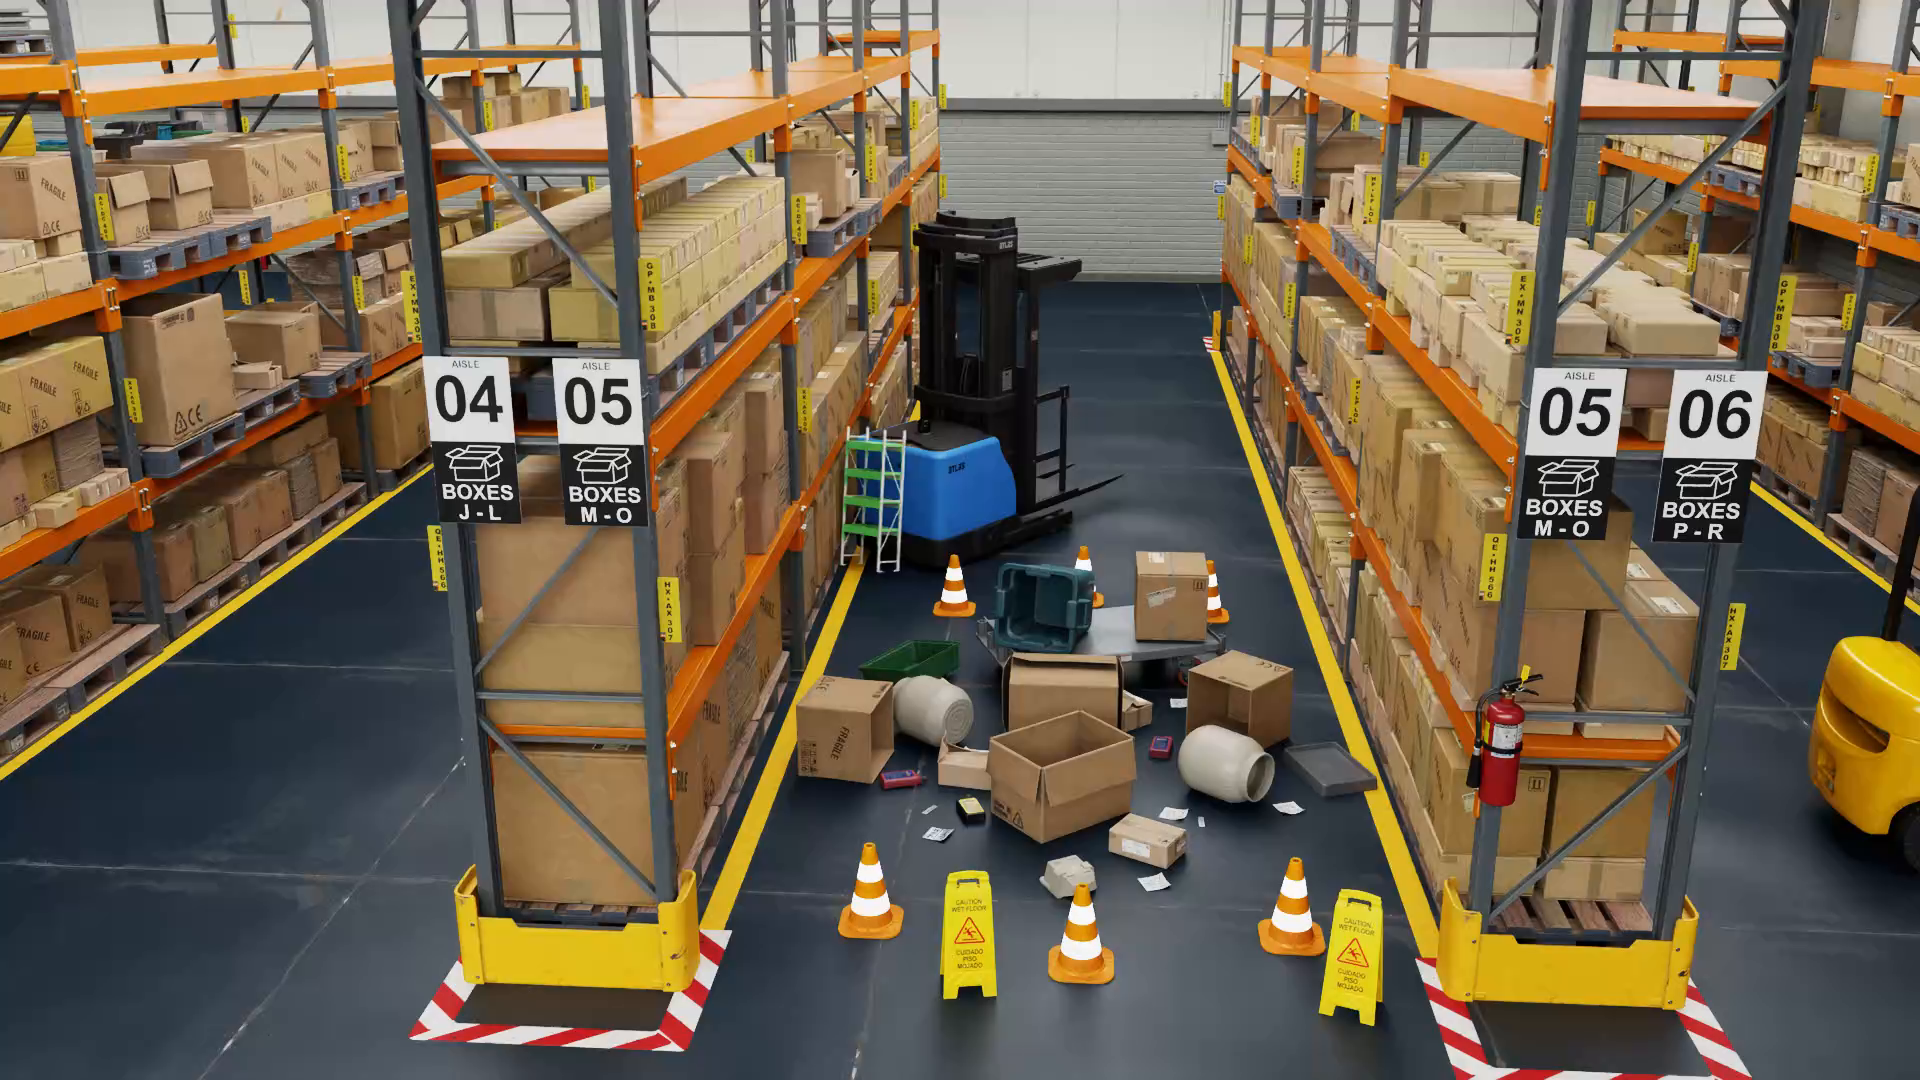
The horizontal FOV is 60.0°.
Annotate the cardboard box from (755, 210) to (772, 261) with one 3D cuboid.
[{"bbox_3d":[-1.462,-1.902,10.348,0.500,0.250,0.500,1,18,4],"label":"cardboard box"}]

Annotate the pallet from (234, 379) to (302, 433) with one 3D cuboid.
[{"bbox_3d":[-6.401,-1.152,14.258,1.003,0.211,1.213,1,18,4],"label":"pallet"}]

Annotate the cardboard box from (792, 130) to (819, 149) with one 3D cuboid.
[{"bbox_3d":[-1.568,-3.845,15.960,0.396,0.266,0.258,1,18,4],"label":"cardboard box"}]

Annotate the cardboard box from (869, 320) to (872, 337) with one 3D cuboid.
[{"bbox_3d":[-1.088,-2.099,16.568,0.380,0.149,0.250,2,18,7],"label":"cardboard box"}]

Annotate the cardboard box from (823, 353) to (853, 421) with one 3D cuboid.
[{"bbox_3d":[-1.197,-1.309,14.266,0.500,0.500,0.500,1,18,3],"label":"cardboard box"}]

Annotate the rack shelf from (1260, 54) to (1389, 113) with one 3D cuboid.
[{"bbox_3d":[3.728,-4.578,16.568,1.077,0.370,4.000,1,18,4],"label":"rack shelf"}]

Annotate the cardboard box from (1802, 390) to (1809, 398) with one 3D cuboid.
[{"bbox_3d":[8.986,-1.489,17.276,0.380,0.149,0.250,1,18,2],"label":"cardboard box"}]

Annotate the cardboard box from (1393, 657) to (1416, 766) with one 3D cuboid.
[{"bbox_3d":[2.886,1.024,9.845,0.500,0.500,0.500,1,18,3],"label":"cardboard box"}]

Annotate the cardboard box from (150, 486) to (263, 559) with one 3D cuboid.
[{"bbox_3d":[-6.428,-0.150,14.198,0.700,0.500,0.500,0,18,-1],"label":"cardboard box"}]

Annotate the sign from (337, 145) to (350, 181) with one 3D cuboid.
[{"bbox_3d":[-5.758,-3.518,15.521,0.100,0.325,0.005,1,18,4],"label":"sign"}]

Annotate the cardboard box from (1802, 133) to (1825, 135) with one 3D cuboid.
[{"bbox_3d":[8.913,-4.211,17.558,0.380,0.149,0.250,1,18,3],"label":"cardboard box"}]

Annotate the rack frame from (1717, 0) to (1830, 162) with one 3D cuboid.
[{"bbox_3d":[8.823,-5.622,17.955,1.000,3.000,0.127,1,18,4],"label":"rack frame"}]

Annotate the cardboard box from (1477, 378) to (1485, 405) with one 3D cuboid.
[{"bbox_3d":[2.796,-0.736,8.266,0.380,0.149,0.250,2,18,6],"label":"cardboard box"}]

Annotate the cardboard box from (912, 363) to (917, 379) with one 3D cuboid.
[{"bbox_3d":[-0.728,-2.051,20.119,0.380,0.149,0.250,2,18,6],"label":"cardboard box"}]

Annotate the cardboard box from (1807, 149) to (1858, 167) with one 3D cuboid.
[{"bbox_3d":[8.343,-3.651,15.882,0.380,0.149,0.250,1,18,3],"label":"cardboard box"}]

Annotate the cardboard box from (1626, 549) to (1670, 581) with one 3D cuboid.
[{"bbox_3d":[3.356,0.356,8.709,0.500,0.500,0.500,2,18,6],"label":"cardboard box"}]

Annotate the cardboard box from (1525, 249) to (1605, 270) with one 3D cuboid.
[{"bbox_3d":[3.467,-1.573,9.539,0.380,0.149,0.250,1,18,5],"label":"cardboard box"}]

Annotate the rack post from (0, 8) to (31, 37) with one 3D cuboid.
[{"bbox_3d":[-11.045,-5.766,18.517,0.937,0.300,0.954,1,18,3],"label":"rack post"}]

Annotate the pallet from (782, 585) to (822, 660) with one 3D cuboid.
[{"bbox_3d":[-1.666,0.609,13.053,1.003,0.211,1.213,1,18,4],"label":"pallet"}]

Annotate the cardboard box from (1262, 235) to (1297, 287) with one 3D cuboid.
[{"bbox_3d":[3.506,-2.958,17.695,0.500,0.500,0.500,1,18,3],"label":"cardboard box"}]

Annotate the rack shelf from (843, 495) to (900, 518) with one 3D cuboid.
[{"bbox_3d":[-0.751,-0.291,14.262,0.258,0.148,0.480,-2,8,-43],"label":"rack shelf"}]

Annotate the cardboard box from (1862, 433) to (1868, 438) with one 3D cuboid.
[{"bbox_3d":[8.901,-0.817,16.265,0.500,0.500,0.500,1,18,4],"label":"cardboard box"}]

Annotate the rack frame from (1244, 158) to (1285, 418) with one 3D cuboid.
[{"bbox_3d":[3.872,-2.880,19.223,1.000,3.000,0.127,1,18,4],"label":"rack frame"}]

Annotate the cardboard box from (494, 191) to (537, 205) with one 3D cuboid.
[{"bbox_3d":[-6.066,-4.472,22.640,0.500,0.500,0.500,1,18,3],"label":"cardboard box"}]

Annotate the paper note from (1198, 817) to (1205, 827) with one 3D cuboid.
[{"bbox_3d":[1.458,1.702,10.041,0.032,0.001,0.123,1,18,4],"label":"paper note"}]

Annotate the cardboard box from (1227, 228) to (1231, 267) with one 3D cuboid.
[{"bbox_3d":[3.829,-3.870,22.082,0.500,0.500,0.500,1,18,3],"label":"cardboard box"}]

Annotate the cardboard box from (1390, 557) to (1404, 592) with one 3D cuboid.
[{"bbox_3d":[2.855,0.211,10.191,0.380,0.149,0.250,1,18,4],"label":"cardboard box"}]

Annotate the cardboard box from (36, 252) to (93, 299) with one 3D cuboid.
[{"bbox_3d":[-6.359,-1.824,11.422,0.500,0.250,0.500,2,18,6],"label":"cardboard box"}]

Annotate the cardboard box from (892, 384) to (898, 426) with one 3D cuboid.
[{"bbox_3d":[-0.953,-1.417,18.098,0.500,0.500,0.500,1,18,3],"label":"cardboard box"}]

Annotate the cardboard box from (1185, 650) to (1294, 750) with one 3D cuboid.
[{"bbox_3d":[1.864,1.093,11.107,0.500,0.500,0.500,17,25,41],"label":"cardboard box"}]

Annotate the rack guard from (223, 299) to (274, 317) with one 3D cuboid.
[{"bbox_3d":[-10.677,-3.274,24.440,1.175,0.500,0.348,1,18,4],"label":"rack guard"}]

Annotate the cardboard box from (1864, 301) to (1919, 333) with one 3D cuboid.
[{"bbox_3d":[8.729,-1.932,15.494,0.500,0.500,0.500,2,18,7],"label":"cardboard box"}]

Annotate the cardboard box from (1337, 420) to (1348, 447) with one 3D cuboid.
[{"bbox_3d":[3.079,-0.804,12.616,0.380,0.149,0.250,1,18,3],"label":"cardboard box"}]

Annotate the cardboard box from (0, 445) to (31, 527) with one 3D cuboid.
[{"bbox_3d":[-6.687,-0.355,10.879,0.875,0.500,0.500,1,18,4],"label":"cardboard box"}]

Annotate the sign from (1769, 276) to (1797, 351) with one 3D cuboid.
[{"bbox_3d":[3.553,-0.982,7.209,0.100,0.325,0.005,1,18,4],"label":"sign"}]

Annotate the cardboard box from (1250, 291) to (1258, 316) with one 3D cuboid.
[{"bbox_3d":[3.577,-2.678,18.848,0.500,0.250,0.500,1,18,3],"label":"cardboard box"}]

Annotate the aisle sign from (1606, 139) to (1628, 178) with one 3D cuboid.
[{"bbox_3d":[8.822,-5.276,22.360,0.394,0.787,0.004,1,18,4],"label":"aisle sign"}]

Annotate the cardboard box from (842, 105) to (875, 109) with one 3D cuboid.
[{"bbox_3d":[-1.258,-5.325,20.665,0.380,0.149,0.250,1,18,3],"label":"cardboard box"}]

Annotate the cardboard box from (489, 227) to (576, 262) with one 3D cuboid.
[{"bbox_3d":[-2.193,-1.514,8.525,0.380,0.149,0.250,2,18,5],"label":"cardboard box"}]

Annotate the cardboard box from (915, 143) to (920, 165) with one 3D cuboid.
[{"bbox_3d":[-0.750,-4.607,19.917,0.500,0.250,0.500,1,18,3],"label":"cardboard box"}]

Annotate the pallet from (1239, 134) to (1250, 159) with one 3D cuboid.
[{"bbox_3d":[4.031,-4.895,20.698,1.003,0.211,1.213,1,18,4],"label":"pallet"}]

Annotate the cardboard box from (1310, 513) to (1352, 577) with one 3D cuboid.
[{"bbox_3d":[3.430,0.051,13.823,0.950,0.372,0.625,2,18,6],"label":"cardboard box"}]

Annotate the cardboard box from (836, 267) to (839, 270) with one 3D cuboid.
[{"bbox_3d":[-1.574,-3.124,18.739,0.380,0.149,0.250,2,18,5],"label":"cardboard box"}]

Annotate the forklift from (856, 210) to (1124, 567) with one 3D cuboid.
[{"bbox_3d":[0.403,-1.543,15.252,1.130,2.935,3.031,15,23,38],"label":"forklift"}]

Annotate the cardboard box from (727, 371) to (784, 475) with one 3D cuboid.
[{"bbox_3d":[-1.630,-0.772,10.814,0.875,0.550,0.550,1,18,4],"label":"cardboard box"}]

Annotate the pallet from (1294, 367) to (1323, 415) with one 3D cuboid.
[{"bbox_3d":[3.640,-1.323,14.779,1.213,0.211,1.003,1,18,4],"label":"pallet"}]

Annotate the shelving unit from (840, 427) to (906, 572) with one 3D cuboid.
[{"bbox_3d":[-0.748,-0.354,14.256,0.258,1.200,0.503,-2,8,-43],"label":"shelving unit"}]

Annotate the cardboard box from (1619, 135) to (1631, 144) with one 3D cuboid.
[{"bbox_3d":[8.789,-5.219,21.305,0.500,0.250,0.500,2,18,5],"label":"cardboard box"}]

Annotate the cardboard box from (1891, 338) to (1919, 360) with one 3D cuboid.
[{"bbox_3d":[8.209,-1.628,14.200,0.380,0.149,0.250,2,18,5],"label":"cardboard box"}]

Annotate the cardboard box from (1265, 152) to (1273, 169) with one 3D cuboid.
[{"bbox_3d":[3.432,-4.009,17.552,0.380,0.166,0.250,0,18,0],"label":"cardboard box"}]

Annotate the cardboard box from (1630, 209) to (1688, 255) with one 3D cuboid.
[{"bbox_3d":[8.701,-3.839,20.707,0.500,0.500,0.500,2,18,5],"label":"cardboard box"}]

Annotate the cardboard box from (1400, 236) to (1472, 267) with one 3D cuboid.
[{"bbox_3d":[2.887,-1.746,10.067,0.380,0.149,0.250,1,18,4],"label":"cardboard box"}]

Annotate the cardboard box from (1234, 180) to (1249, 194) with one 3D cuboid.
[{"bbox_3d":[3.775,-4.606,21.682,0.380,0.149,0.250,1,18,2],"label":"cardboard box"}]

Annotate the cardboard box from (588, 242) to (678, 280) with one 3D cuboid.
[{"bbox_3d":[-1.573,-1.339,7.990,0.380,0.149,0.250,1,18,4],"label":"cardboard box"}]

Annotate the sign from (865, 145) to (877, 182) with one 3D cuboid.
[{"bbox_3d":[-0.807,-3.411,15.068,0.100,0.325,0.005,1,18,4],"label":"sign"}]

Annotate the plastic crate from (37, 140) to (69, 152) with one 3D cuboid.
[{"bbox_3d":[-11.206,-4.848,20.680,0.416,0.233,0.300,1,18,4],"label":"plastic crate"}]

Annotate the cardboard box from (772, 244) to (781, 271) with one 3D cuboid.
[{"bbox_3d":[-1.371,-1.830,10.767,0.380,0.149,0.250,2,18,5],"label":"cardboard box"}]

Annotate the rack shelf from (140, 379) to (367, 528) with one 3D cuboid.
[{"bbox_3d":[-6.443,-0.896,14.323,1.077,0.370,4.000,1,18,4],"label":"rack shelf"}]

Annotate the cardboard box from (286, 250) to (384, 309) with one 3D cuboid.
[{"bbox_3d":[-6.231,-2.610,16.627,0.797,0.503,0.637,2,18,6],"label":"cardboard box"}]

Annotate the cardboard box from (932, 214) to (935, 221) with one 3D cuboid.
[{"bbox_3d":[-0.604,-4.086,22.263,0.500,0.500,0.500,1,18,3],"label":"cardboard box"}]
